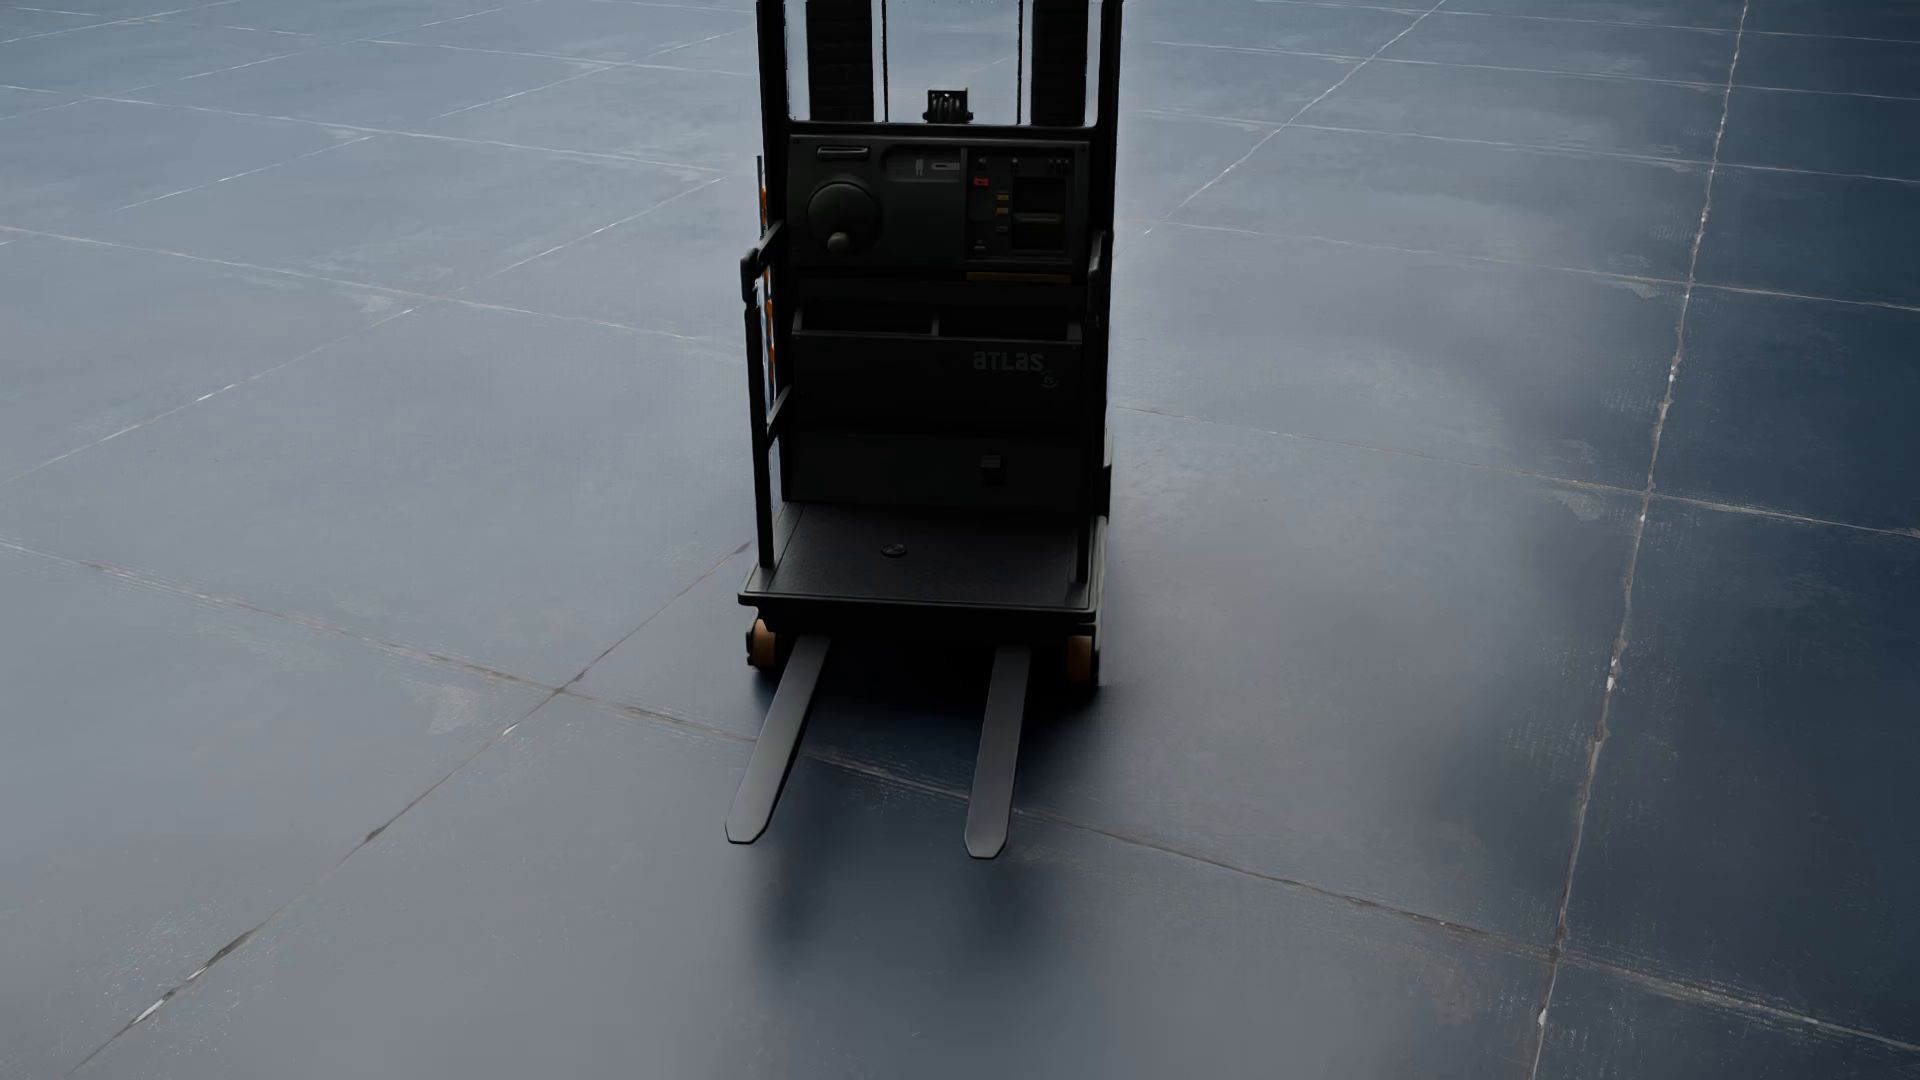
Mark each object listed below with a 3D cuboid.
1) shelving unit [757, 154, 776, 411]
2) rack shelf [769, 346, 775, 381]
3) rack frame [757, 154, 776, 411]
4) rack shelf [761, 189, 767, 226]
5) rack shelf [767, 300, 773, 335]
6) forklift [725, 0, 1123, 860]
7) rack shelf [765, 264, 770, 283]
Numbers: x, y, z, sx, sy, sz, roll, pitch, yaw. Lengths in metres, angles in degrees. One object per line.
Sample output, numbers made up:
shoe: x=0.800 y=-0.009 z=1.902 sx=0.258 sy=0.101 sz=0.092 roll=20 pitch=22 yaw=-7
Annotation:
shelving unit: x=-0.530 y=-1.004 z=6.868 sx=0.503 sy=1.200 sz=0.258 roll=5 pitch=27 yaw=11
rack shelf: x=-0.530 y=-0.765 z=6.985 sx=0.480 sy=0.148 sz=0.258 roll=5 pitch=27 yaw=11
rack frame: x=-0.769 y=-1.026 z=6.912 sx=0.015 sy=1.200 sz=0.240 roll=5 pitch=27 yaw=11
rack shelf: x=-0.530 y=-1.356 z=6.694 sx=0.480 sy=0.148 sz=0.258 roll=5 pitch=27 yaw=11
rack shelf: x=-0.530 y=-0.943 z=6.897 sx=0.480 sy=0.148 sz=0.258 roll=5 pitch=27 yaw=11
forklift: x=-0.088 y=-1.011 z=4.923 sx=1.130 sy=2.935 sz=3.031 roll=3 pitch=26 yaw=5
rack shelf: x=-0.530 y=-1.144 z=6.799 sx=0.480 sy=0.148 sz=0.258 roll=5 pitch=27 yaw=11
